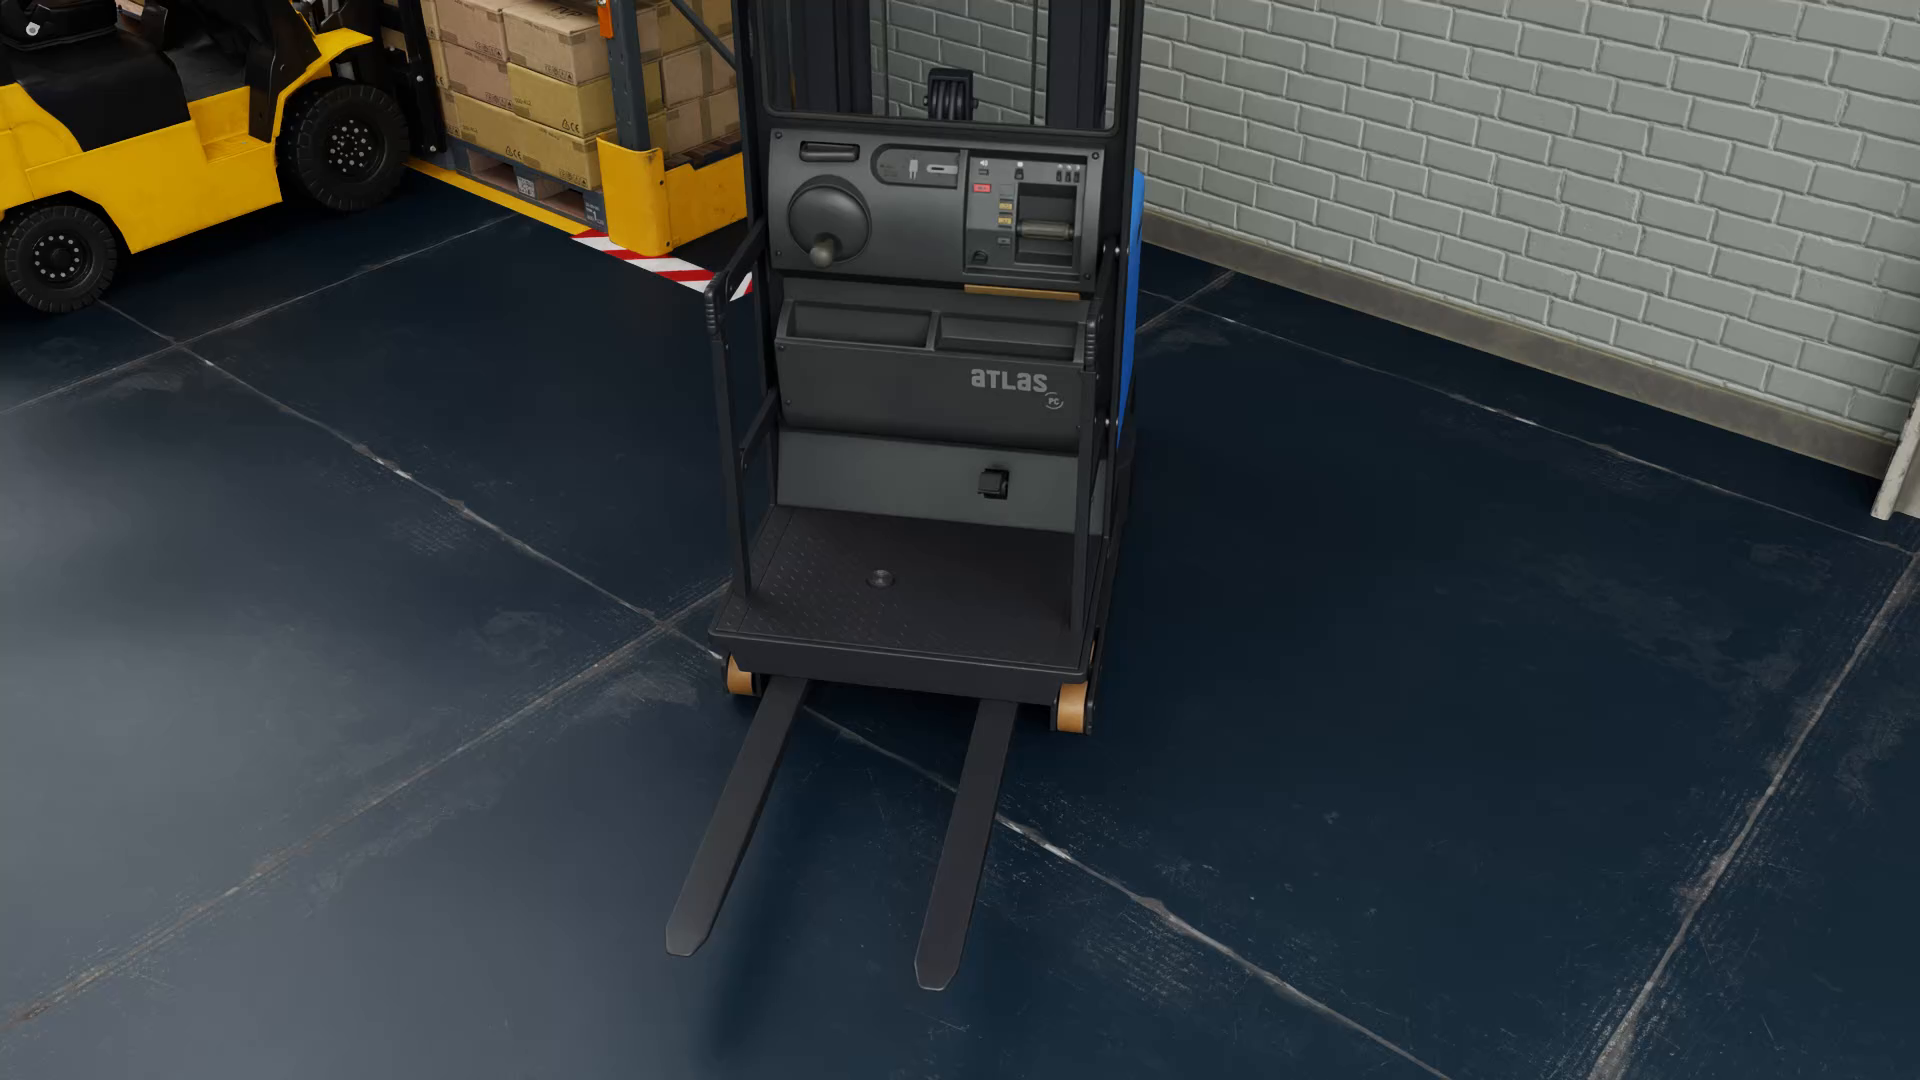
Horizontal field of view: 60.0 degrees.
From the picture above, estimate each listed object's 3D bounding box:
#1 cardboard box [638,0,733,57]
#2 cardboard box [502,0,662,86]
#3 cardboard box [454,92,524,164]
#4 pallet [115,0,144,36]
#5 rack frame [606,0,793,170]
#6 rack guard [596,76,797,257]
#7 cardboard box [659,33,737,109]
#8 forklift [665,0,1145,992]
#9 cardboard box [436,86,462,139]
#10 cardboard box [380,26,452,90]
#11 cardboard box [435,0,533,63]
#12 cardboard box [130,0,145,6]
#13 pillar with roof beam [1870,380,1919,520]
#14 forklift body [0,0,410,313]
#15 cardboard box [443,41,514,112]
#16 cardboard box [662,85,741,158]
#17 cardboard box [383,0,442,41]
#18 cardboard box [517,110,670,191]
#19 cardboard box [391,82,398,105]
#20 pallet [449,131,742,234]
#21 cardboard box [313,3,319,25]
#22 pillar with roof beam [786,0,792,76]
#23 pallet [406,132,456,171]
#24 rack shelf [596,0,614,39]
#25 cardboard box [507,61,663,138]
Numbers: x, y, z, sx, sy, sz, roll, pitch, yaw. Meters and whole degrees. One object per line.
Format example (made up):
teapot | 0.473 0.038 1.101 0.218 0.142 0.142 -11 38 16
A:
cardboard box | -1.435 -2.558 7.999 0.500 0.250 0.500 25 41 31
cardboard box | -1.740 -2.332 7.671 0.500 0.250 0.500 27 43 33
cardboard box | -2.126 -2.106 8.225 0.500 0.250 0.500 25 42 32
pallet | -4.852 -3.399 10.512 1.213 0.211 1.003 25 42 32
rack frame | -1.186 -2.849 7.249 0.127 3.000 1.000 25 42 32
rack guard | -1.168 -1.810 7.944 0.348 0.500 1.175 25 42 32
cardboard box | -1.415 -2.356 8.147 0.500 0.250 0.500 26 42 33
forklift | -0.107 -0.860 4.413 1.130 2.935 3.031 6 35 8
cardboard box | -2.504 -2.291 8.494 0.500 0.250 0.500 26 42 32
cardboard box | -2.549 -2.499 8.356 0.500 0.250 0.500 24 41 31
cardboard box | -2.136 -2.515 7.937 0.500 0.250 0.500 26 42 33
cardboard box | -4.669 -3.676 10.180 0.625 0.625 0.875 27 43 34
pillar with roof beam | 0.712 -1.920 0.597 0.400 9.000 9.100 25 42 32
forklift body | -3.811 -2.393 7.334 1.214 2.155 2.313 25 42 32
cardboard box | -2.139 -2.322 8.097 0.500 0.250 0.500 25 42 31
cardboard box | -1.439 -2.152 8.292 0.500 0.250 0.500 25 42 32
cardboard box | -2.530 -2.693 8.196 0.500 0.250 0.500 26 42 32
cardboard box | -1.750 -1.922 7.956 0.500 0.250 0.500 26 42 32
cardboard box | -2.918 -2.469 8.754 0.500 0.250 0.500 27 43 33
pallet | -1.801 -1.959 8.415 1.213 0.211 1.003 25 42 32
cardboard box | -3.319 -2.866 8.889 0.500 0.250 0.500 25 42 31
pillar with roof beam | -3.899 -4.094 3.762 0.400 9.000 9.100 25 42 32
pallet | -2.734 -2.401 9.059 1.213 0.211 1.003 25 42 32
rack shelf | -2.723 -3.277 8.508 4.000 0.370 1.077 25 42 32
cardboard box | -1.760 -2.135 7.826 0.500 0.250 0.500 25 41 31
